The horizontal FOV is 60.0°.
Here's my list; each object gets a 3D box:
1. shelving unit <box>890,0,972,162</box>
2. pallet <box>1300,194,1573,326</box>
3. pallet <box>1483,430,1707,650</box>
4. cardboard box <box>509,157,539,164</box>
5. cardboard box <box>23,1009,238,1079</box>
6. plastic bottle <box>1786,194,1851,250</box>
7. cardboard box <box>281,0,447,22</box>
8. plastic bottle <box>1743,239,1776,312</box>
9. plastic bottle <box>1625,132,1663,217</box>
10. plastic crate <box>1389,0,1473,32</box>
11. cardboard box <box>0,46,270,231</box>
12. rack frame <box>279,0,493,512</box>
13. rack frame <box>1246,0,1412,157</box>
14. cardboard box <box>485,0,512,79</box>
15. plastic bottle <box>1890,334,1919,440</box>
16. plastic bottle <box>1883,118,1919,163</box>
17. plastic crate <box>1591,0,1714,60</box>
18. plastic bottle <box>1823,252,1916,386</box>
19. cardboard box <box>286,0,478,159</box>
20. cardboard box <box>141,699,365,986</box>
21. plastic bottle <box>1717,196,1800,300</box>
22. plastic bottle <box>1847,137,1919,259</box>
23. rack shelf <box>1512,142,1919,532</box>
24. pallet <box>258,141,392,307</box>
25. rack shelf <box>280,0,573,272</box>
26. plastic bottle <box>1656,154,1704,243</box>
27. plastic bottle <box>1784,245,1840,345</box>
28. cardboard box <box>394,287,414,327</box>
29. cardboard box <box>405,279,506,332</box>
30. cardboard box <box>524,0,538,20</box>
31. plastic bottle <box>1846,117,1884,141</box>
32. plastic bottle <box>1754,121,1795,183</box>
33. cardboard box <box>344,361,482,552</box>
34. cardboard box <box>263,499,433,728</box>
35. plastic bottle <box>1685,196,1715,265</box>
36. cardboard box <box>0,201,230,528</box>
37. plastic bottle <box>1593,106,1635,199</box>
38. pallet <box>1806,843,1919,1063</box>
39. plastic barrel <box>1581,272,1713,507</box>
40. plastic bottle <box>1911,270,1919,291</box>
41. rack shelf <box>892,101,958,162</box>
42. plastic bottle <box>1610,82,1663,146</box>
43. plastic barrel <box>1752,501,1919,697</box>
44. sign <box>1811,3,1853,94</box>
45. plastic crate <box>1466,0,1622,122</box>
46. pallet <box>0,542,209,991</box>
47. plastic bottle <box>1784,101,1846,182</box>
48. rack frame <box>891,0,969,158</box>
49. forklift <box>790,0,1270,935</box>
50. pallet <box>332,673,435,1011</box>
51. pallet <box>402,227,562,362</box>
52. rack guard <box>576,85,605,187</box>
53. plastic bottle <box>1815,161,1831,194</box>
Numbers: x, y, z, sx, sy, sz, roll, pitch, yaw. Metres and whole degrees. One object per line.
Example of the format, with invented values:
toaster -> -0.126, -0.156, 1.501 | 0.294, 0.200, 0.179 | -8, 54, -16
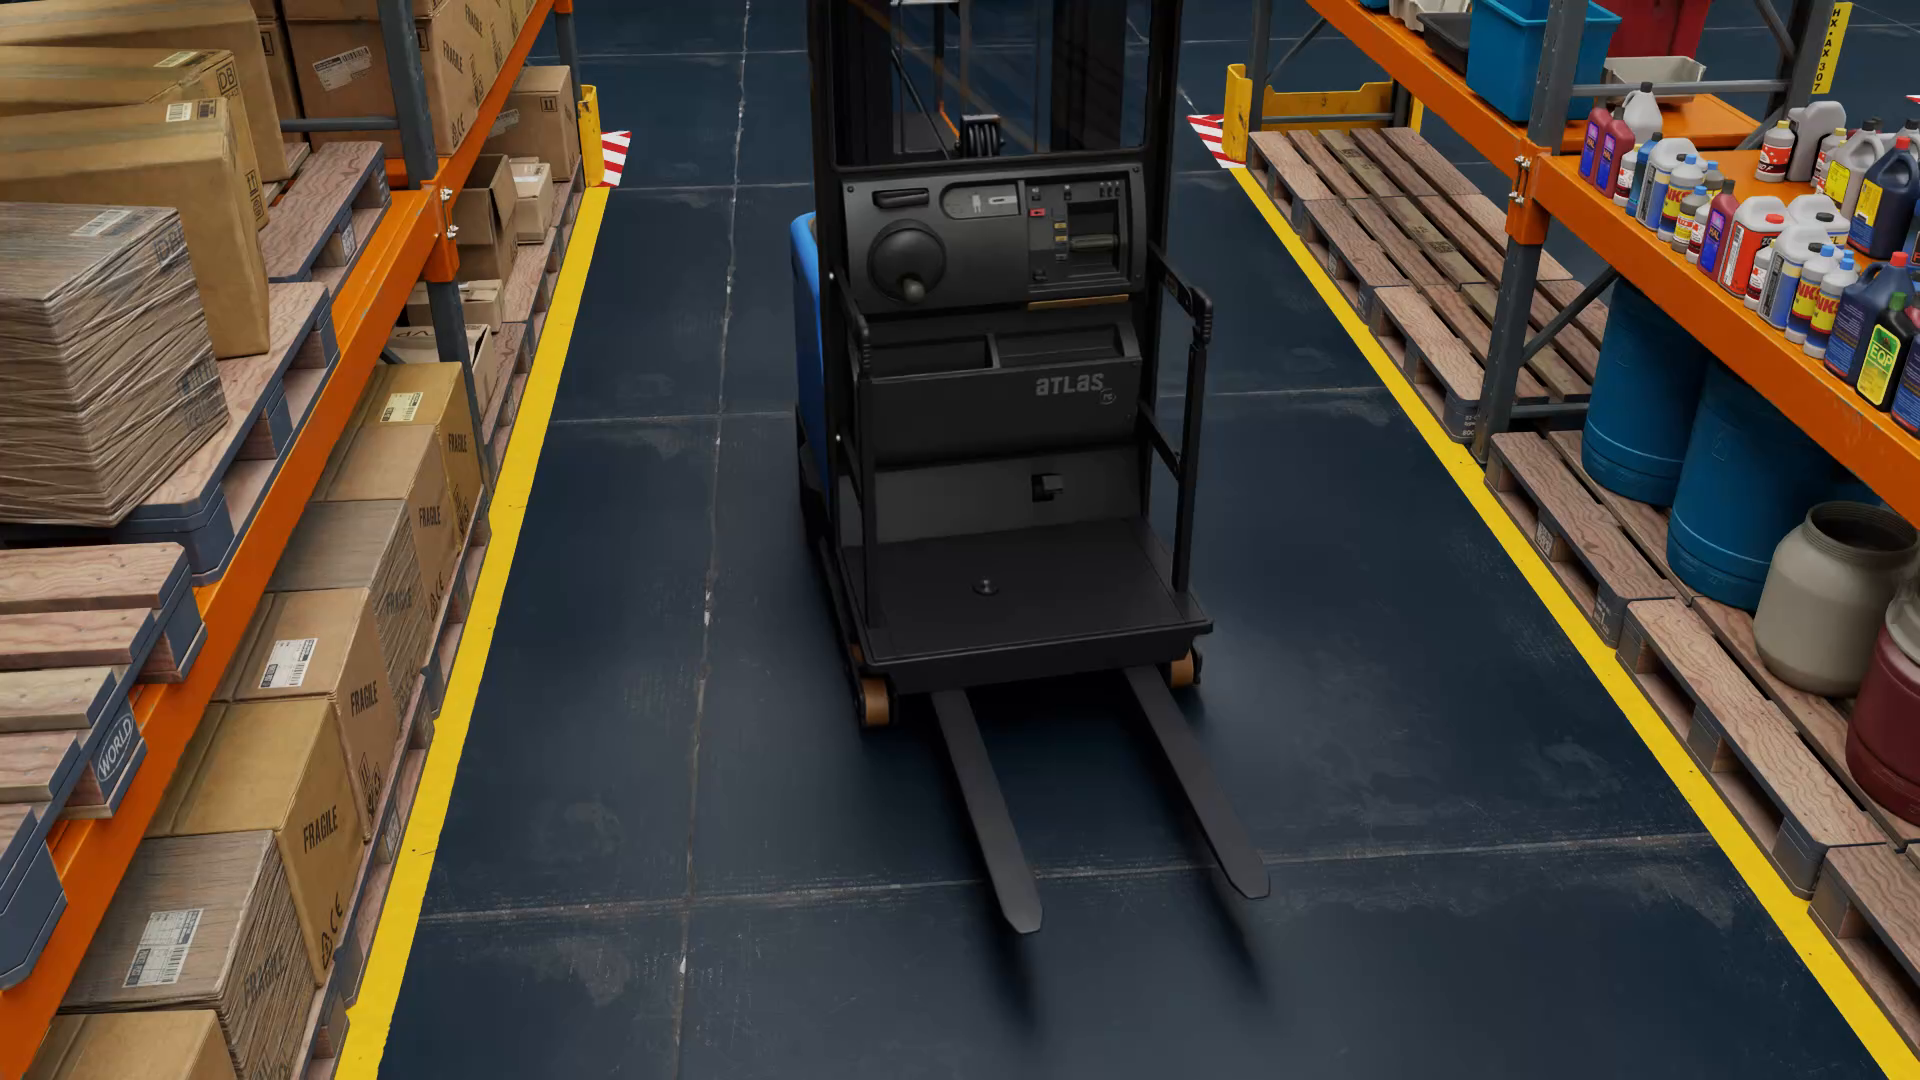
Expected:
shelving unit -> -0.216, -1.408, 6.560 | 0.431, 2.100, 0.503 | -6, 31, -10
pallet -> 2.380, -1.442, 8.458 | 1.003, 0.211, 1.213 | -3, 31, -5
pallet -> 2.635, -0.048, 6.125 | 1.003, 0.211, 1.213 | -3, 31, -5
cardboard box -> -2.457, -1.944, 8.913 | 0.380, 0.166, 0.250 | -3, 31, -5
cardboard box -> -1.712, 1.274, 3.200 | 0.500, 0.500, 0.500 | -1, 31, -2
plastic bottle -> 2.506, -0.868, 4.899 | 0.152, 0.276, 0.135 | -3, 31, -5
cardboard box -> -2.092, -2.132, 5.822 | 0.500, 0.500, 0.500 | -2, 31, -3
plastic bottle -> 2.338, -0.768, 4.805 | 0.097, 0.201, 0.097 | 0, 31, 0
plastic bottle -> 2.264, -1.203, 5.464 | 0.097, 0.271, 0.097 | 0, 31, 0
plastic crate -> 2.142, -2.429, 7.589 | 0.293, 0.136, 0.466 | -3, 31, -5
cardboard box -> -2.379, -1.029, 4.540 | 0.700, 0.500, 0.500 | 2, 31, 3
rack frame -> -2.328, -1.406, 5.679 | 1.000, 3.000, 0.127 | -3, 31, -5
rack frame -> 2.231, -3.684, 9.492 | 1.000, 3.000, 0.127 | -3, 31, -5
cardboard box -> -2.199, -2.239, 6.976 | 0.500, 0.500, 0.500 | -3, 31, -5
plastic bottle -> 2.435, -0.431, 4.094 | 0.144, 0.351, 0.185 | -3, 31, -5
plastic bottle -> 3.016, -1.167, 5.326 | 0.144, 0.351, 0.185 | -3, 31, -5
plastic crate -> 2.771, -2.162, 6.824 | 0.402, 0.464, 0.583 | -3, 31, -5
plastic bottle -> 2.406, -0.593, 4.366 | 0.144, 0.351, 0.185 | -3, 31, -5
cardboard box -> -2.104, -1.722, 6.110 | 0.500, 0.500, 0.500 | -2, 31, -3
cardboard box -> -1.808, 0.751, 4.076 | 0.500, 0.500, 0.500 | -3, 31, -5
plastic bottle -> 2.355, -0.861, 4.887 | 0.152, 0.276, 0.135 | -3, 31, -5
plastic bottle -> 2.890, -1.065, 5.156 | 0.144, 0.351, 0.185 | -3, 31, -5
rack shelf -> 2.791, -0.311, 4.548 | 1.077, 0.370, 4.000 | -3, 31, -5
pallet -> -2.362, -0.910, 5.036 | 1.003, 0.211, 1.213 | -3, 31, -5
rack shelf -> -2.514, -2.118, 7.573 | 1.077, 0.370, 4.000 | -3, 31, -5
plastic bottle -> 2.286, -1.084, 5.265 | 0.097, 0.271, 0.097 | 0, 31, 0
plastic bottle -> 2.360, -0.680, 4.589 | 0.097, 0.271, 0.097 | 0, 31, 0
cardboard box -> -2.733, -1.101, 7.361 | 0.500, 0.311, 0.500 | -3, 31, -5
cardboard box -> -2.242, -1.044, 7.407 | 0.380, 0.166, 0.250 | -3, 31, -5
cardboard box -> -2.295, -2.756, 7.841 | 0.500, 0.500, 0.500 | -3, 31, -4
plastic bottle -> 3.030, -1.290, 5.598 | 0.061, 0.283, 0.133 | -3, 31, -5
plastic bottle -> 2.841, -1.355, 5.787 | 0.097, 0.201, 0.097 | 0, 31, 0
cardboard box -> -1.996, -0.283, 5.808 | 0.500, 0.500, 0.500 | -3, 31, -5
cardboard box -> -1.912, 0.225, 4.956 | 0.500, 0.500, 0.500 | -2, 31, -4
plastic bottle -> 2.304, -0.955, 5.117 | 0.097, 0.201, 0.097 | 0, 31, 0
cardboard box -> -2.020, -0.379, 3.453 | 0.700, 0.500, 0.500 | 3, 31, 5
plastic bottle -> 2.226, -1.315, 5.641 | 0.061, 0.283, 0.133 | -3, 31, -5
pallet -> 2.863, 1.197, 4.039 | 1.003, 0.211, 1.213 | -3, 31, -5
plastic barrel -> 2.638, -0.642, 6.037 | 0.600, 0.901, 0.708 | -3, 31, -5
plastic bottle -> 2.522, -0.587, 4.434 | 0.097, 0.271, 0.097 | 0, 31, 0
rack shelf -> -0.216, -1.396, 6.567 | 0.431, 0.518, 0.480 | -6, 31, -10
plastic bottle -> 2.318, -1.404, 5.724 | 0.144, 0.351, 0.185 | -3, 31, -5
plastic barrel -> 2.668, 0.179, 5.042 | 0.421, 0.512, 0.421 | 0, 31, 0
sign -> 3.152, -1.786, 6.044 | 0.100, 0.325, 0.005 | -3, 31, -5
plastic crate -> 2.221, -1.882, 6.433 | 0.392, 0.384, 0.575 | -3, 31, -5
pallet -> -2.087, 0.376, 2.883 | 1.213, 0.211, 1.003 | -3, 31, -5
plastic bottle -> 2.963, -1.402, 5.794 | 0.152, 0.276, 0.135 | -3, 31, -5
rack frame -> -0.166, -1.286, 6.355 | 0.400, 2.100, 0.015 | -6, 31, -10
forklift -> 0.158, -0.876, 4.858 | 1.130, 2.935, 3.031 | -6, 31, -10
pallet -> -2.097, 0.829, 4.656 | 1.003, 0.211, 1.213 | -3, 31, -5
pallet -> -2.508, -1.184, 8.026 | 1.003, 0.211, 1.213 | -3, 31, -5
rack guard -> -2.694, -2.336, 9.674 | 1.175, 0.500, 0.348 | -3, 31, -5
plastic bottle -> 2.875, -1.168, 5.475 | 0.097, 0.201, 0.097 | 0, 31, 0
